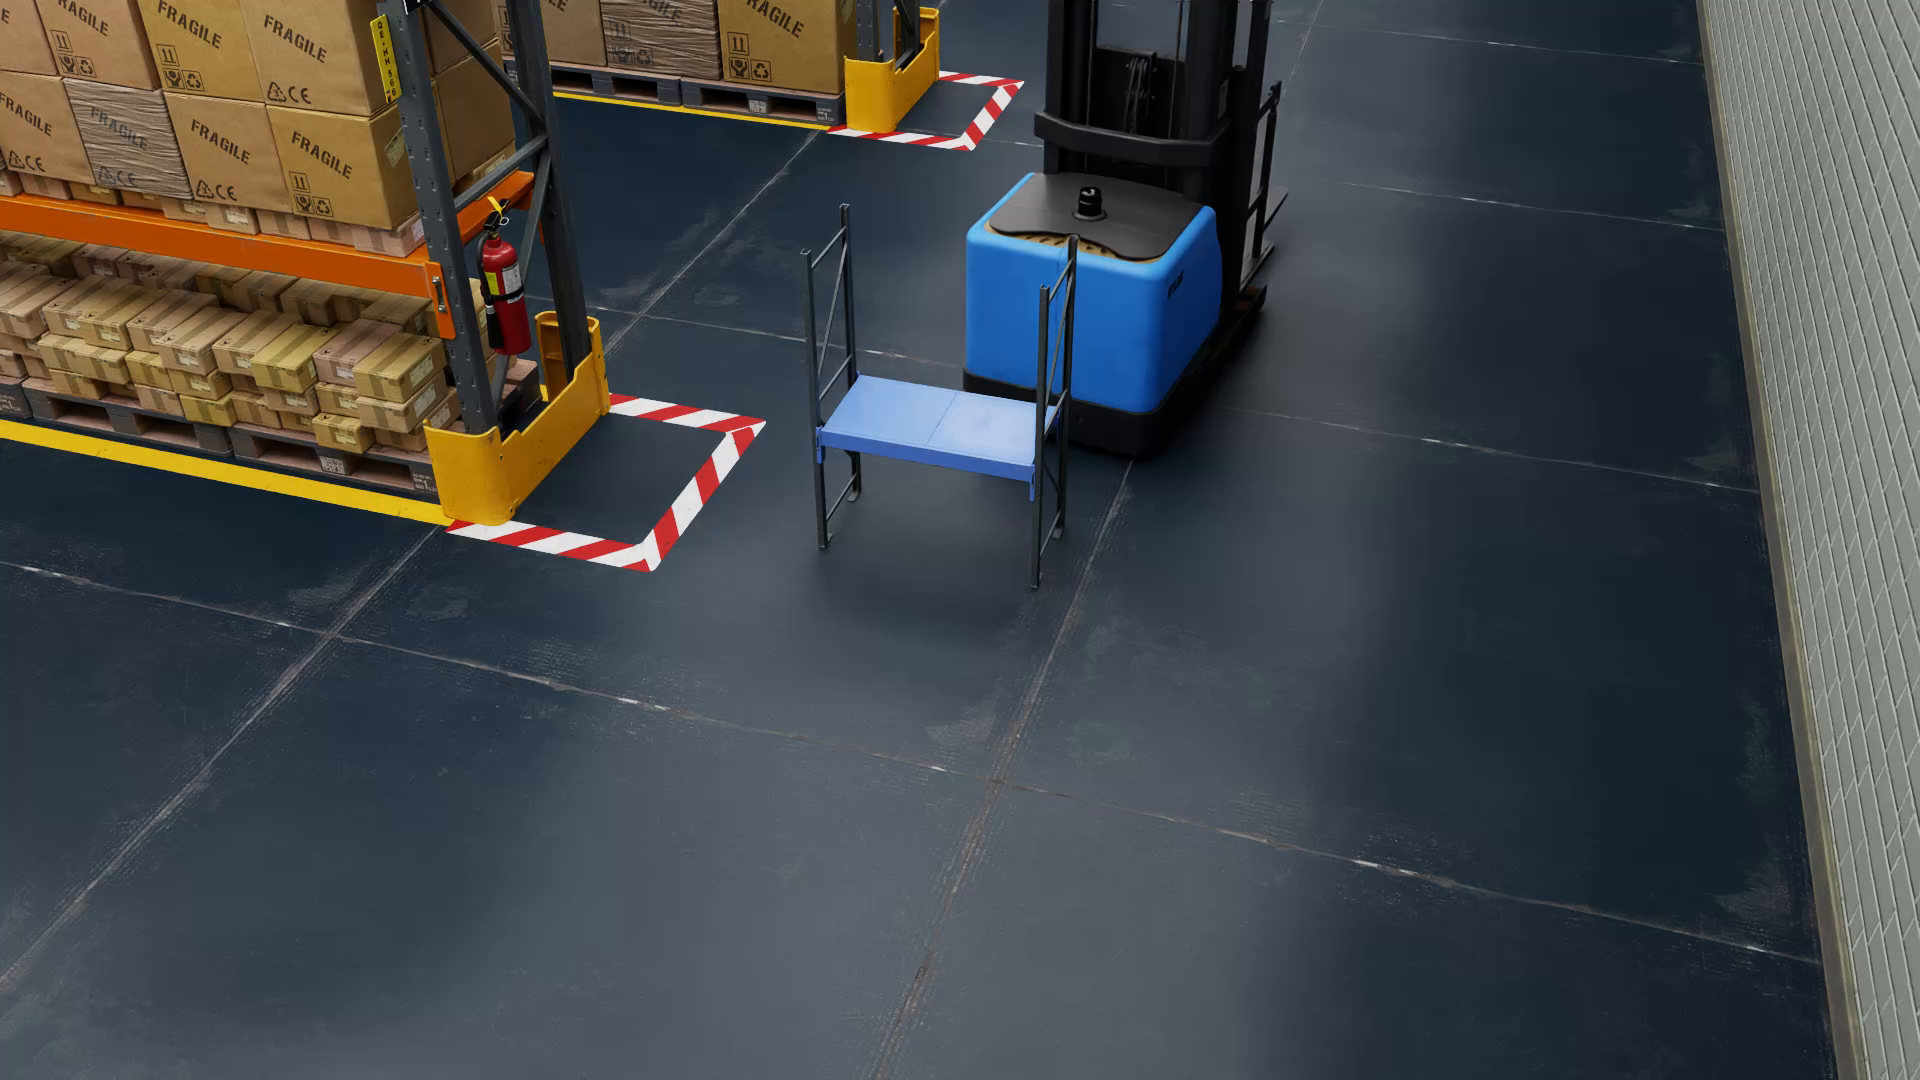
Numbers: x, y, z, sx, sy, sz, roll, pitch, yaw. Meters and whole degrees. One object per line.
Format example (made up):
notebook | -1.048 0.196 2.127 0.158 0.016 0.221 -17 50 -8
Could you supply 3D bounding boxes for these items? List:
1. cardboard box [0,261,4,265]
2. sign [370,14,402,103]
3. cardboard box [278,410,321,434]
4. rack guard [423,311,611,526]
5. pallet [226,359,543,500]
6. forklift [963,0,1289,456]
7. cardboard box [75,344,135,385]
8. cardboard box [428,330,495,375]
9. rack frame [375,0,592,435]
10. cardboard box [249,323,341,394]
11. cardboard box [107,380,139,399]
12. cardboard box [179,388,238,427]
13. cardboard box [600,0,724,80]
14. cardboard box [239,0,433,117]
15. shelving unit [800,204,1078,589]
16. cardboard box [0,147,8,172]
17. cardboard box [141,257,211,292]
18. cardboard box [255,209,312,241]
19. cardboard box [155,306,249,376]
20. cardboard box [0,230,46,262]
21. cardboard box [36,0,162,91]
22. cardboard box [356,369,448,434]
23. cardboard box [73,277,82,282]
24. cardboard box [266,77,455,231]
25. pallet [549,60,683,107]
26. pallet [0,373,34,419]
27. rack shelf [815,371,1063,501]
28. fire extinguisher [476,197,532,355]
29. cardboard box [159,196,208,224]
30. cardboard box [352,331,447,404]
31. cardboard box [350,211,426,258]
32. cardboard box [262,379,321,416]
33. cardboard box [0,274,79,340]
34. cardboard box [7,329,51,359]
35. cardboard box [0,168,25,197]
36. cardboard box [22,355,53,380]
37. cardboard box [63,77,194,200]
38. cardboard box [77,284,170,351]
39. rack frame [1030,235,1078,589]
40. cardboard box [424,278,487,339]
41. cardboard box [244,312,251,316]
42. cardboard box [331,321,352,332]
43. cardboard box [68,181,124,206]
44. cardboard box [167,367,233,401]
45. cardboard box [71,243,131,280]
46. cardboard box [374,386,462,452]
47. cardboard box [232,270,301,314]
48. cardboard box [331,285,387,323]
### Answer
cardboard box | -5.123 -1.300 8.535 0.250 0.149 0.380 10 38 13
sign | -2.258 -1.893 6.548 0.005 0.325 0.100 10 38 14
cardboard box | -3.140 -0.690 8.207 0.250 0.149 0.380 10 38 14
rack guard | -2.146 -0.617 8.166 0.348 0.500 1.175 10 38 14
pallet | -2.911 -0.664 8.474 1.213 0.211 1.003 10 38 14
forklift | 1.097 -2.461 8.621 1.130 2.935 3.031 15 39 20
cardboard box | -4.167 -0.946 8.305 0.250 0.149 0.380 11 38 14
cardboard box | -2.497 -0.989 8.363 0.250 0.149 0.380 12 38 16
rack frame | -2.073 -1.610 7.407 0.127 3.000 1.000 10 38 14
cardboard box | -3.162 -0.872 7.953 0.250 0.149 0.380 10 37 13
cardboard box | -4.116 -0.882 8.469 0.250 0.149 0.380 12 38 15
cardboard box | -3.642 -0.735 8.270 0.250 0.149 0.380 9 37 12
cardboard box | -2.001 -3.941 12.012 0.875 0.875 0.875 10 38 14
cardboard box | -2.584 -2.113 6.911 0.500 0.500 0.500 10 37 13
shelving unit | -0.081 -0.619 7.326 1.048 1.500 0.538 10 38 14
cardboard box | -4.549 -2.054 7.675 0.500 0.500 0.500 10 37 13
cardboard box | -4.003 -1.367 8.626 0.250 0.149 0.380 11 38 14
cardboard box | -2.939 -1.508 7.480 0.250 0.149 0.380 10 38 13
cardboard box | -3.663 -0.969 8.085 0.250 0.149 0.380 12 38 16
cardboard box | -4.979 -1.599 8.941 0.250 0.149 0.380 10 38 13
cardboard box | -3.567 -2.289 7.151 0.500 0.500 0.500 12 38 16
cardboard box | -2.662 -0.683 7.947 0.250 0.149 0.380 10 37 13
cardboard box | -4.514 -1.370 8.881 0.250 0.149 0.380 11 38 15
cardboard box | -2.579 -1.704 7.199 0.500 0.500 0.500 11 38 15
pallet | -2.445 -3.589 12.449 1.213 0.211 1.003 10 38 14
pallet | -5.240 -1.095 9.060 1.213 0.211 1.003 10 38 14
rack shelf | -0.081 -0.474 7.433 1.000 0.185 0.538 10 38 14
fire extinguisher | -1.971 -1.123 7.125 0.183 0.674 0.296 10 38 14
cardboard box | -3.432 -1.603 7.609 0.250 0.149 0.380 9 37 12
cardboard box | -2.654 -0.821 7.884 0.250 0.149 0.380 11 38 14
cardboard box | -2.469 -1.407 7.342 0.250 0.149 0.380 11 38 14
cardboard box | -3.159 -0.773 8.070 0.250 0.149 0.380 9 37 12
cardboard box | -4.649 -1.176 8.366 0.250 0.149 0.380 11 38 15
cardboard box | -4.617 -1.085 8.493 0.250 0.149 0.380 12 38 16
cardboard box | -4.447 -1.775 7.844 0.250 0.149 0.380 12 38 16
cardboard box | -4.609 -0.986 8.610 0.250 0.149 0.380 9 37 12
cardboard box | -3.556 -1.882 7.441 0.500 0.500 0.500 11 38 14
cardboard box | -4.140 -1.109 8.275 0.250 0.149 0.380 11 38 14
rack frame | 0.404 -0.529 7.204 0.032 1.500 0.500 10 38 14
cardboard box | -2.472 -1.155 8.338 0.250 0.149 0.380 9 37 12
cardboard box | -3.496 -1.162 8.598 0.250 0.149 0.380 9 37 12
cardboard box | -3.002 -1.062 8.462 0.250 0.149 0.380 11 38 14
cardboard box | -3.930 -1.722 7.771 0.250 0.149 0.380 11 38 15
cardboard box | -3.657 -0.858 8.185 0.250 0.149 0.380 11 38 15
cardboard box | -4.468 -1.514 8.825 0.250 0.149 0.380 9 37 12
cardboard box | -2.638 -0.606 8.094 0.250 0.149 0.380 11 38 15
cardboard box | -3.497 -1.304 8.541 0.250 0.149 0.380 12 38 16
cardboard box | -2.974 -1.253 8.471 0.250 0.149 0.380 10 38 14
